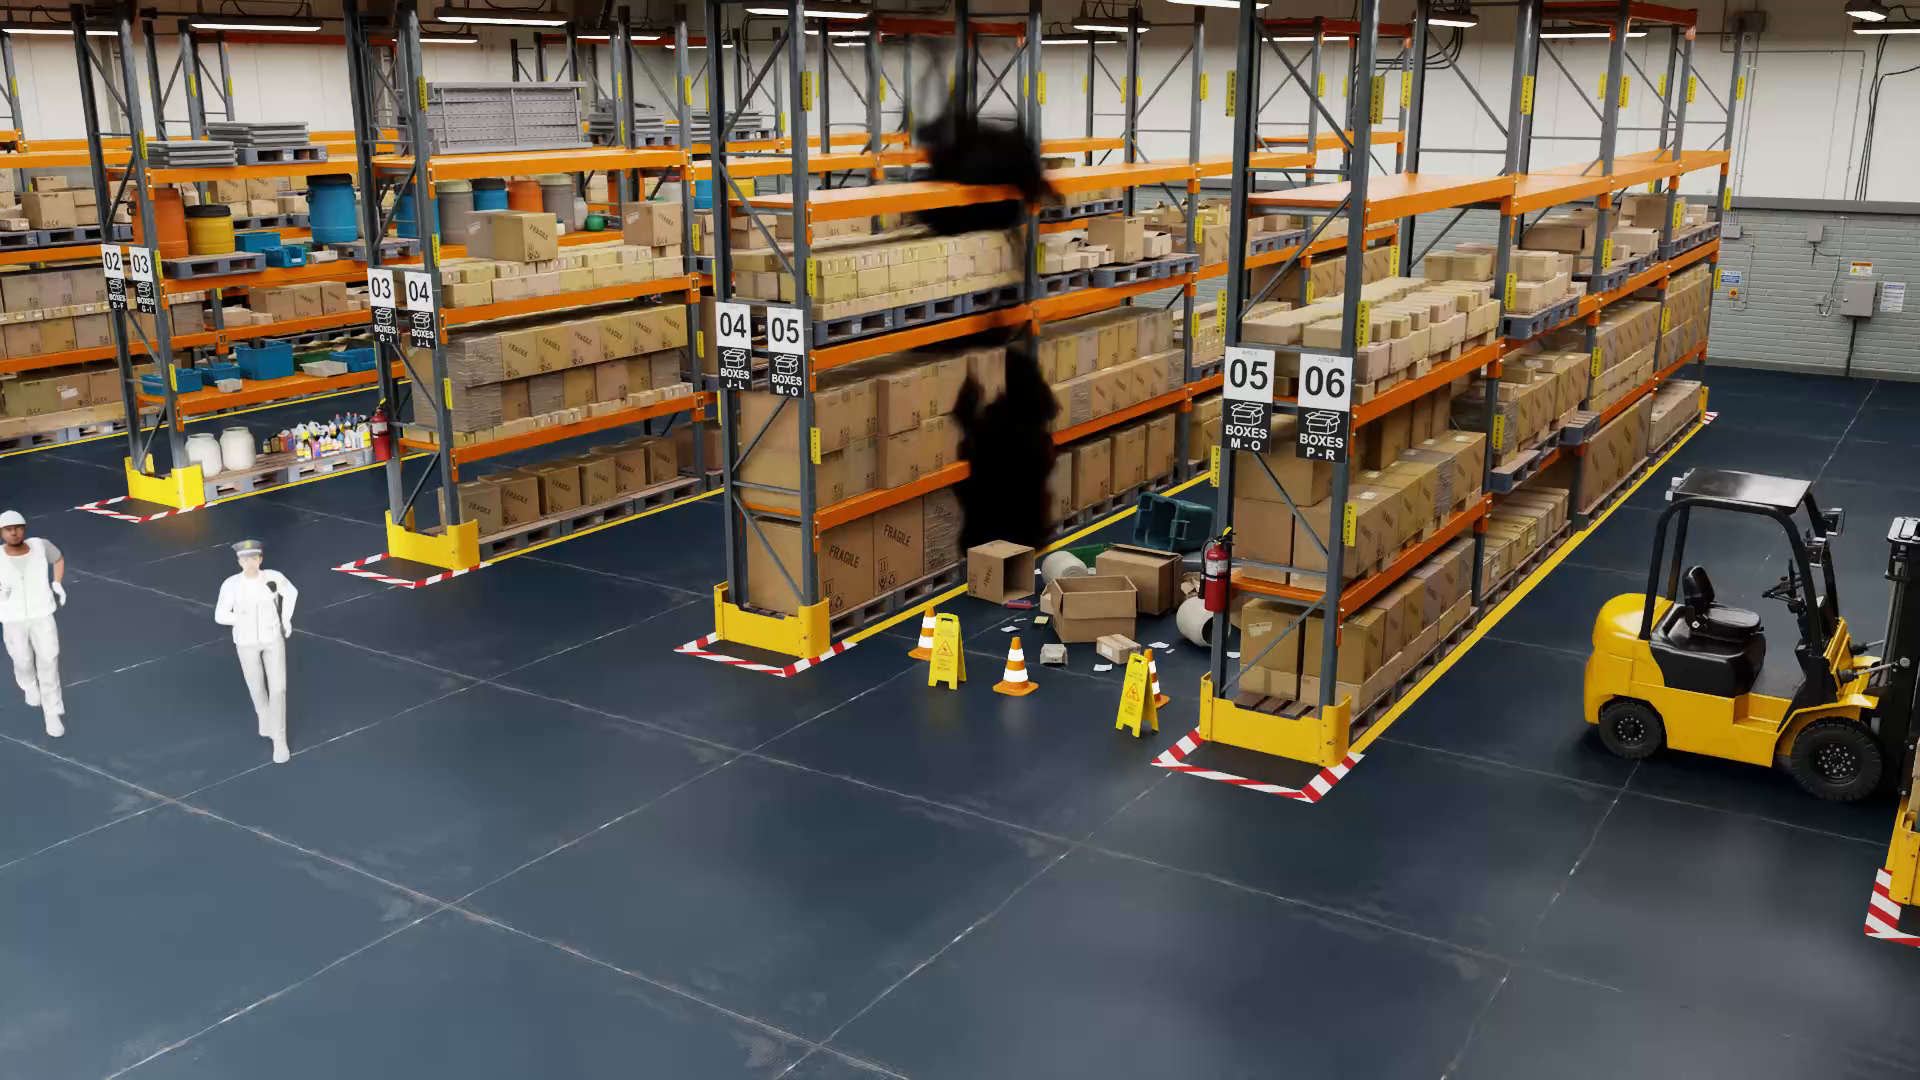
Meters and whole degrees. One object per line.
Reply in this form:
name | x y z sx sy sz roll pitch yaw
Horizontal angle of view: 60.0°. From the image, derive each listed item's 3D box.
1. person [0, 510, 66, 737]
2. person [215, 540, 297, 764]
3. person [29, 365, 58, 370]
person | -7.599 0.630 13.531 0.682 1.787 0.978 -10 18 -31
person | -5.487 0.821 13.053 0.600 1.730 0.784 -6 17 -21
person | -14.217 -2.647 25.774 0.607 1.603 0.547 7 17 22
